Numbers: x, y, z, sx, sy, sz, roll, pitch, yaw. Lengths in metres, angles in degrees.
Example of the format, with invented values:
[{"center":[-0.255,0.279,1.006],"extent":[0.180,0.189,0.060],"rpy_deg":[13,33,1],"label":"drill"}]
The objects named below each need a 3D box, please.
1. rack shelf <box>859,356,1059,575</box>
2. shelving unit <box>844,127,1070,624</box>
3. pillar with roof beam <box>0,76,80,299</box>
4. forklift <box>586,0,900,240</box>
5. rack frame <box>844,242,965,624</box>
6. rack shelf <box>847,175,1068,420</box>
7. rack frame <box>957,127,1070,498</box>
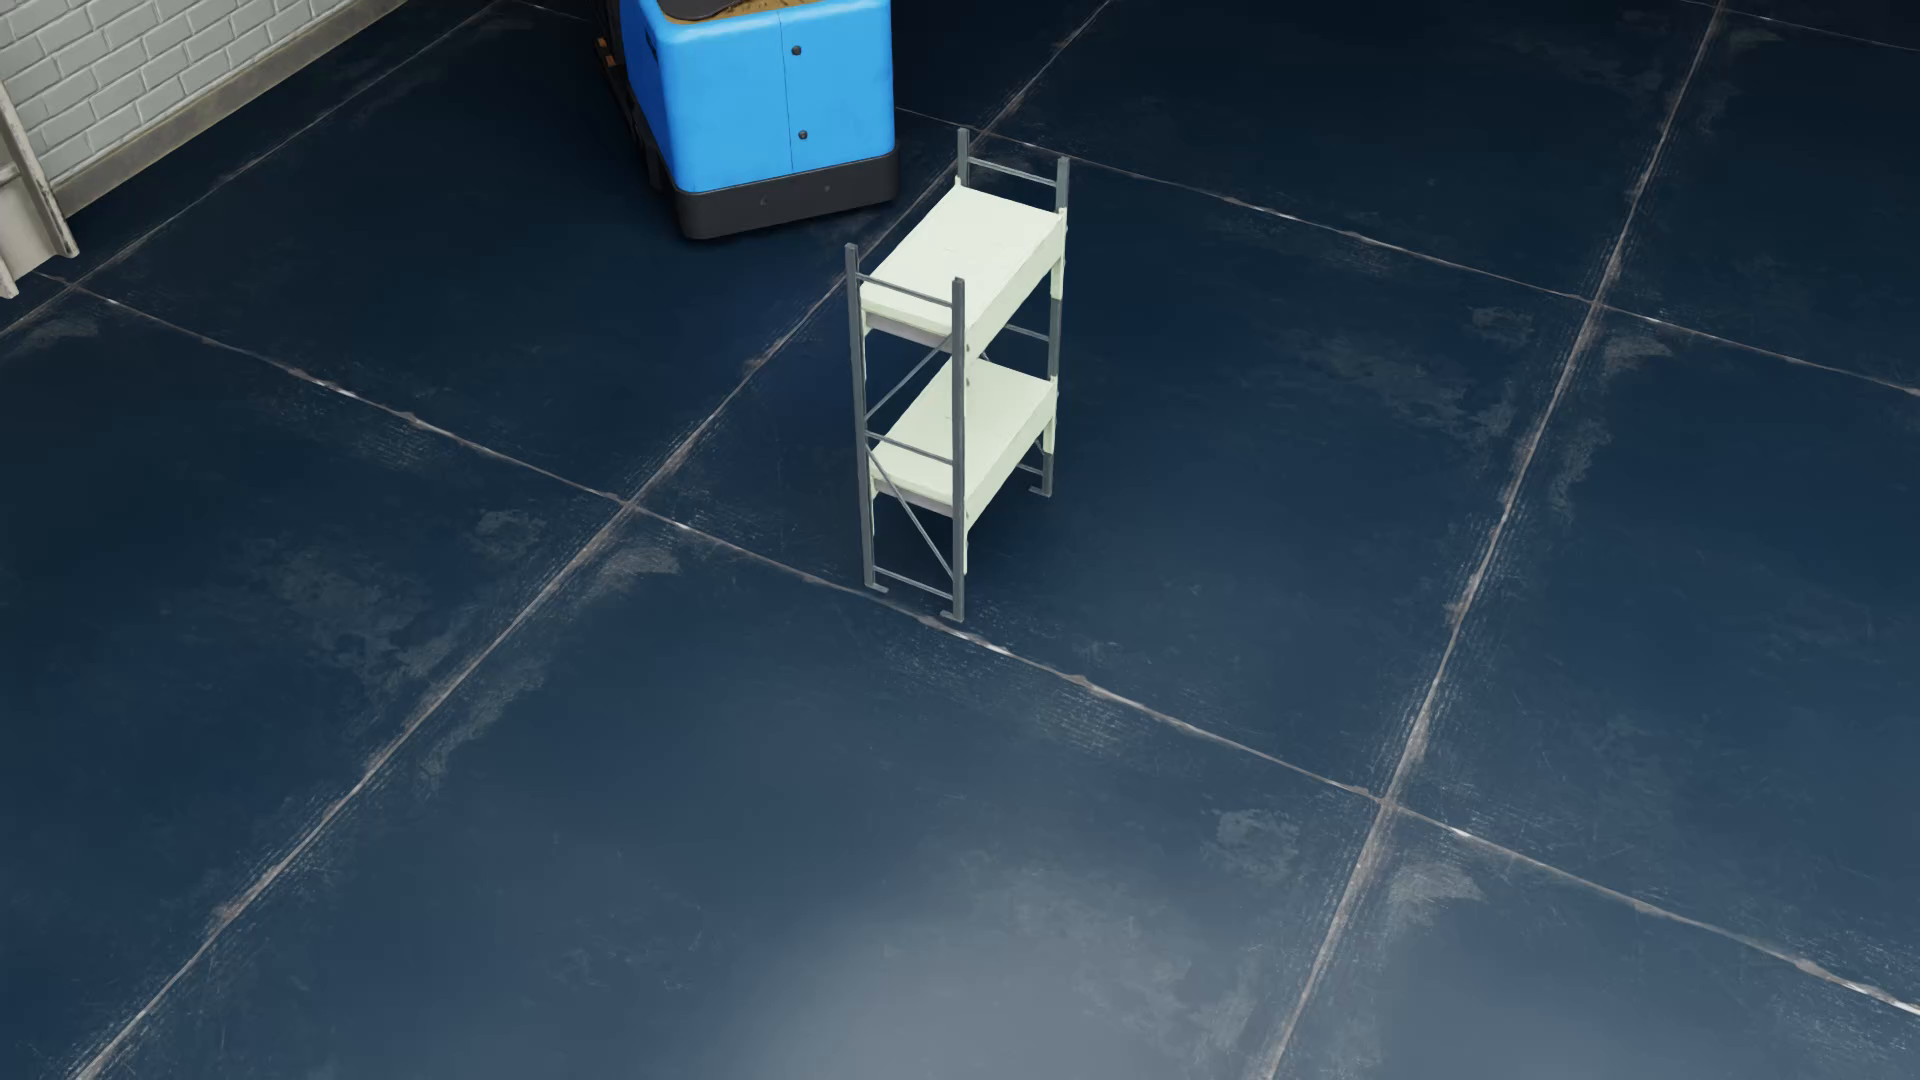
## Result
[{"center":[0.003,-0.302,5.953],"extent":[0.431,0.370,0.720],"rpy_deg":[20,49,19],"label":"rack shelf"},{"center":[0.003,-0.531,5.721],"extent":[0.431,1.500,0.755],"rpy_deg":[20,49,19],"label":"shelving unit"},{"center":[-0.399,-2.973,2.861],"extent":[9.100,9.000,0.400],"rpy_deg":[20,49,19],"label":"pillar with roof beam"},{"center":[-1.272,-3.449,7.598],"extent":[1.130,2.935,3.031],"rpy_deg":[-15,47,-14],"label":"forklift"},{"center":[-0.167,-0.301,5.493],"extent":[0.400,1.500,0.023],"rpy_deg":[20,49,19],"label":"rack frame"},{"center":[0.003,-0.806,5.443],"extent":[0.431,0.370,0.720],"rpy_deg":[20,49,19],"label":"rack shelf"},{"center":[0.173,-0.762,5.949],"extent":[0.400,1.500,0.023],"rpy_deg":[20,49,19],"label":"rack frame"}]
